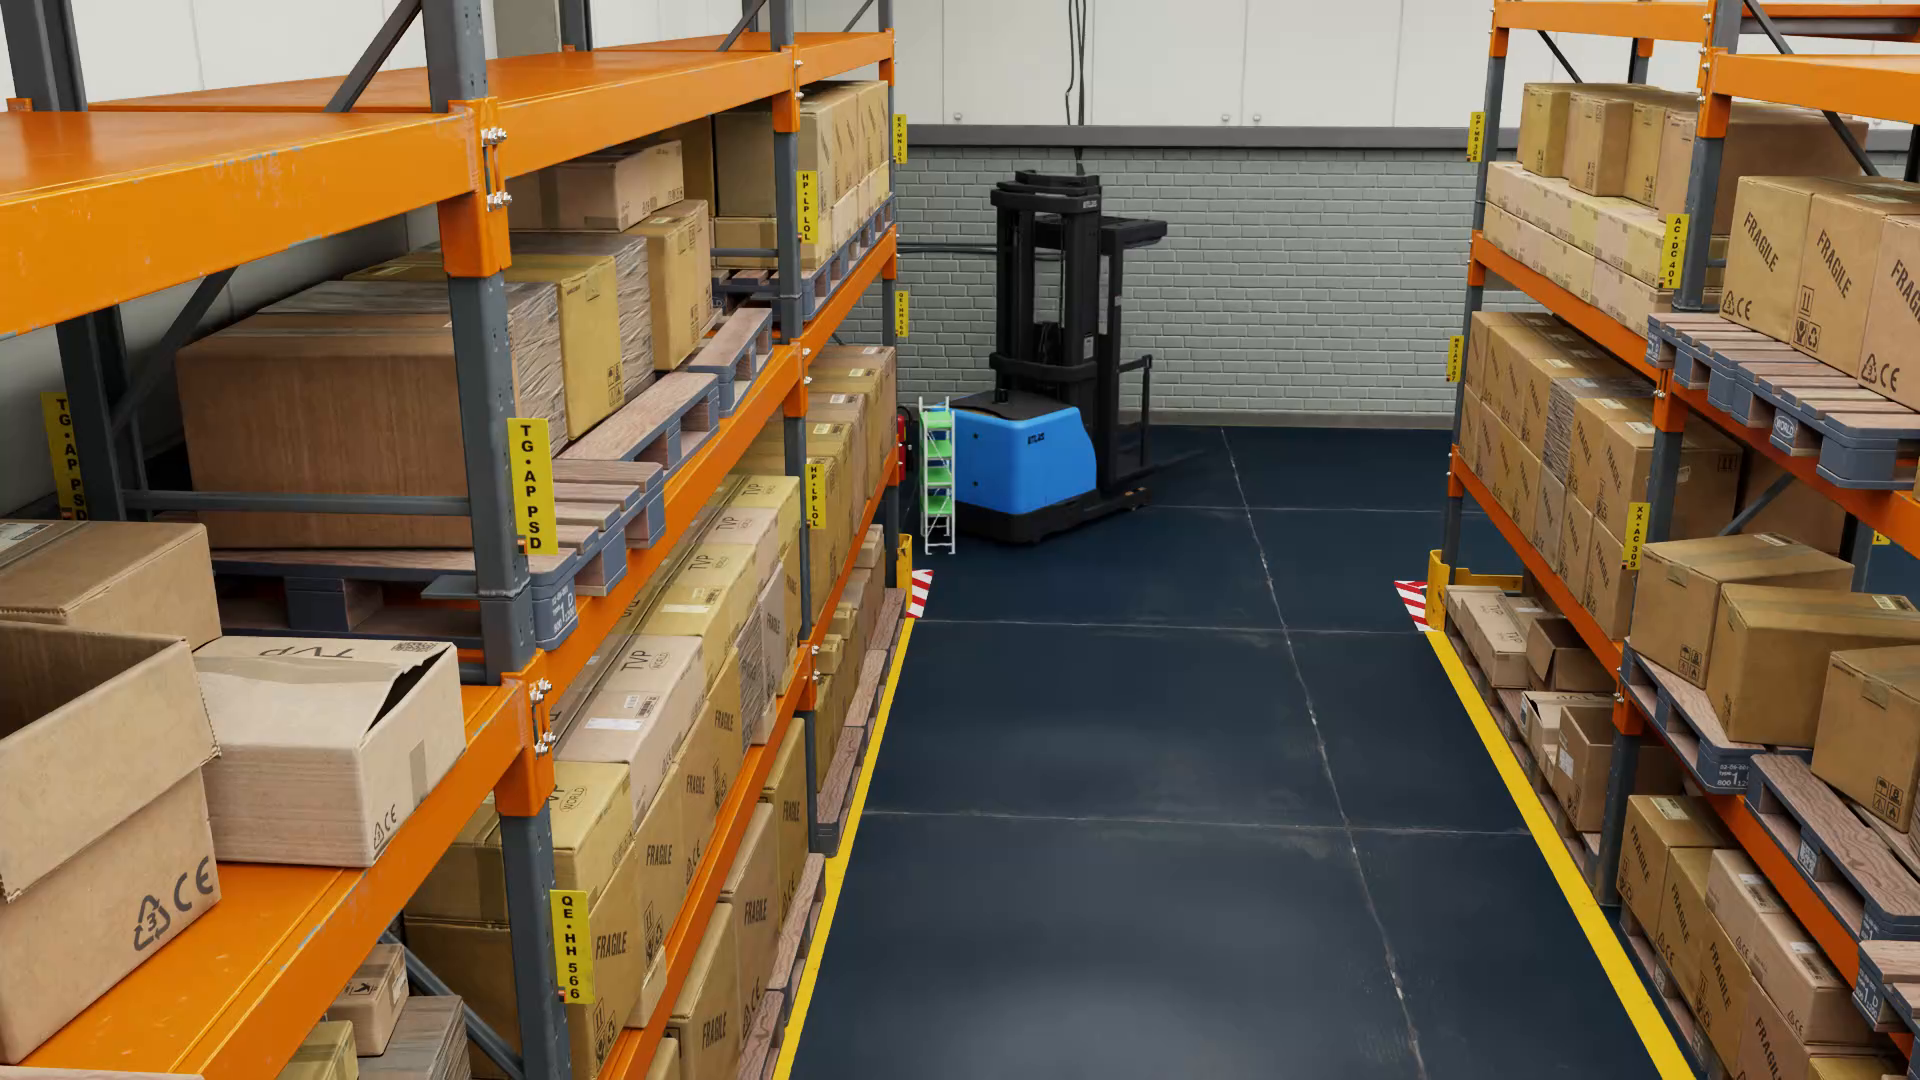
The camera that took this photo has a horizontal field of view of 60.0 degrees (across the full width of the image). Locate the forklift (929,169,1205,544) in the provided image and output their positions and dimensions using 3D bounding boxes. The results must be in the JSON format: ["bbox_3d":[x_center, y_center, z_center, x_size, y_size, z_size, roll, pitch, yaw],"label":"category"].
[{"bbox_3d":[1.083,-1.747,14.549,1.130,2.935,3.031,15,24,39],"label":"forklift"}]

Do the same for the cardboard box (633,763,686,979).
[{"bbox_3d":[-1.190,1.032,5.287,0.500,0.500,0.500,2,18,6],"label":"cardboard box"}]

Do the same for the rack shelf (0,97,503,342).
[{"bbox_3d":[-1.670,-0.160,1.758,1.077,0.370,4.000,1,18,4],"label":"rack shelf"}]

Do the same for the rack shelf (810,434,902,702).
[{"bbox_3d":[-1.097,0.016,10.213,1.077,0.370,4.000,1,18,4],"label":"rack shelf"}]

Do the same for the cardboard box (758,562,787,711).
[{"bbox_3d":[-1.049,0.404,7.201,0.500,0.500,0.500,1,18,4],"label":"cardboard box"}]

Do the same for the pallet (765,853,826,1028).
[{"bbox_3d":[-1.220,1.862,7.903,1.003,0.211,1.213,1,18,4],"label":"pallet"}]

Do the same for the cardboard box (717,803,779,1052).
[{"bbox_3d":[-1.218,1.598,7.007,0.750,0.750,0.750,2,18,6],"label":"cardboard box"}]

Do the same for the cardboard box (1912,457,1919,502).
[{"bbox_3d":[3.486,-0.282,4.989,0.910,0.500,0.500,1,18,4],"label":"cardboard box"}]

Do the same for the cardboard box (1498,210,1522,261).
[{"bbox_3d":[3.648,-1.883,10.276,0.500,0.250,0.500,1,18,4],"label":"cardboard box"}]

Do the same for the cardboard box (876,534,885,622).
[{"bbox_3d":[-0.904,0.261,11.650,0.700,0.500,0.500,1,18,4],"label":"cardboard box"}]

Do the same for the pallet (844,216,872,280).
[{"bbox_3d":[-1.081,-1.720,9.680,1.003,0.211,1.213,1,18,4],"label":"pallet"}]

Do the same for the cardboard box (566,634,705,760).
[{"bbox_3d":[-1.168,0.525,5.628,0.500,0.250,0.500,1,18,4],"label":"cardboard box"}]

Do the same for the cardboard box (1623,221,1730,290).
[{"bbox_3d":[3.465,-1.344,7.829,0.500,0.250,0.500,1,18,4],"label":"cardboard box"}]

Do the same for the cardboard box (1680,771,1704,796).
[{"bbox_3d":[3.947,1.348,8.604,0.500,0.311,0.500,1,18,4],"label":"cardboard box"}]

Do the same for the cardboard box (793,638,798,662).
[{"bbox_3d":[-0.982,0.516,7.901,0.380,0.149,0.250,1,18,4],"label":"cardboard box"}]

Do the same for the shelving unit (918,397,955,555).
[{"bbox_3d":[-0.190,-0.527,13.606,0.258,1.200,0.503,-2,18,-6],"label":"shelving unit"}]

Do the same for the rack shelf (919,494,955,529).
[{"bbox_3d":[-0.190,-0.239,13.700,0.258,0.148,0.480,-2,18,-6],"label":"rack shelf"}]

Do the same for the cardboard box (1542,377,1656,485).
[{"bbox_3d":[3.549,-0.597,9.160,0.500,0.500,0.500,1,18,4],"label":"cardboard box"}]

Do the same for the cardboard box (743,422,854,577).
[{"bbox_3d":[-1.127,-0.242,9.363,0.980,0.700,0.700,1,18,3],"label":"cardboard box"}]

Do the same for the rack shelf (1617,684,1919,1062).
[{"bbox_3d":[3.557,1.368,6.087,1.077,0.370,4.000,1,18,4],"label":"rack shelf"}]

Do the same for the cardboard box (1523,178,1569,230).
[{"bbox_3d":[3.619,-1.965,9.724,0.500,0.250,0.500,1,18,4],"label":"cardboard box"}]

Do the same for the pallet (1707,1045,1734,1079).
[{"bbox_3d":[3.595,2.363,6.372,1.003,0.211,1.213,1,18,4],"label":"pallet"}]

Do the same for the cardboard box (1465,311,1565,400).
[{"bbox_3d":[3.693,-1.228,11.088,0.500,0.500,0.500,2,18,6],"label":"cardboard box"}]

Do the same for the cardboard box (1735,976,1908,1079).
[{"bbox_3d":[3.316,2.006,6.291,0.500,0.500,0.500,1,18,2],"label":"cardboard box"}]

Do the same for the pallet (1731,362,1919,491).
[{"bbox_3d":[3.513,-0.408,5.837,1.213,0.211,1.003,1,18,4],"label":"pallet"}]

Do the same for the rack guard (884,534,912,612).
[{"bbox_3d":[-0.952,0.233,12.408,1.175,0.500,0.348,1,18,4],"label":"rack guard"}]

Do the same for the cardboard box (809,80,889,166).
[{"bbox_3d":[-0.734,-2.671,10.642,0.500,0.500,0.500,1,18,4],"label":"cardboard box"}]

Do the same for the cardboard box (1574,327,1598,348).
[{"bbox_3d":[4.195,-1.059,10.572,0.500,0.500,0.500,2,18,5],"label":"cardboard box"}]

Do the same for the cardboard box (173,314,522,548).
[{"bbox_3d":[-1.550,-0.294,4.317,0.700,0.500,0.500,0,18,0],"label":"cardboard box"}]

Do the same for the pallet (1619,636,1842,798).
[{"bbox_3d":[3.535,0.742,7.151,1.003,0.211,1.213,1,18,4],"label":"pallet"}]

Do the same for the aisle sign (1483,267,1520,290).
[{"bbox_3d":[3.700,-2.101,11.342,0.394,0.787,0.004,1,18,4],"label":"aisle sign"}]

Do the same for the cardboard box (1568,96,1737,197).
[{"bbox_3d":[3.789,-2.162,9.119,0.700,0.500,0.500,1,18,4],"label":"cardboard box"}]

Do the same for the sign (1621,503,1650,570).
[{"bbox_3d":[3.159,-0.016,7.766,0.100,0.325,0.005,1,18,4],"label":"sign"}]

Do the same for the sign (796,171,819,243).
[{"bbox_3d":[-0.698,-1.516,7.581,0.100,0.325,0.005,1,18,4],"label":"sign"}]

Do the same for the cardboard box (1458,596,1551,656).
[{"bbox_3d":[3.630,0.578,11.052,0.500,0.250,0.500,1,18,4],"label":"cardboard box"}]

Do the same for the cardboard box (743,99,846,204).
[{"bbox_3d":[-0.879,-2.037,8.708,0.500,0.500,0.500,1,18,3],"label":"cardboard box"}]

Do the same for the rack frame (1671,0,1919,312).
[{"bbox_3d":[3.701,-2.446,6.937,1.000,3.000,0.127,1,18,4],"label":"rack frame"}]

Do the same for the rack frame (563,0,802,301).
[{"bbox_3d":[-1.240,-2.556,7.271,1.000,3.000,0.127,1,18,4],"label":"rack frame"}]

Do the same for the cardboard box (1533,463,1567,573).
[{"bbox_3d":[3.551,-0.124,9.322,0.500,0.500,0.500,2,18,5],"label":"cardboard box"}]

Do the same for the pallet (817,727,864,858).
[{"bbox_3d":[-1.108,1.386,9.354,1.003,0.211,1.213,1,18,4],"label":"pallet"}]

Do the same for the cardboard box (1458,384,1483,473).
[{"bbox_3d":[3.693,-0.753,11.244,0.500,0.500,0.500,2,18,5],"label":"cardboard box"}]

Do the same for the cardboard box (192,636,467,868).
[{"bbox_3d":[-1.309,0.375,3.256,0.500,0.311,0.500,1,18,4],"label":"cardboard box"}]

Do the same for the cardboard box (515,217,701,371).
[{"bbox_3d":[-1.388,-0.942,6.295,0.700,0.500,0.500,1,18,3],"label":"cardboard box"}]

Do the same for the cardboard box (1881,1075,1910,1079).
[{"bbox_3d":[3.247,1.956,5.240,0.500,0.250,0.500,2,18,6],"label":"cardboard box"}]

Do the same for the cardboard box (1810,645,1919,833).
[{"bbox_3d":[3.636,0.708,6.111,0.700,0.500,0.500,-3,18,-10],"label":"cardboard box"}]

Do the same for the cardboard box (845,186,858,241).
[{"bbox_3d":[-0.848,-1.832,9.286,0.500,0.250,0.500,1,18,2],"label":"cardboard box"}]

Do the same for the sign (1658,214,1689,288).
[{"bbox_3d":[3.159,-1.276,7.353,0.100,0.325,0.005,1,18,4],"label":"sign"}]

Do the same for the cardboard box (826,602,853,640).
[{"bbox_3d":[-0.841,0.481,9.936,0.380,0.149,0.250,1,18,2],"label":"cardboard box"}]

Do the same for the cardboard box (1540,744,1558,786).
[{"bbox_3d":[3.426,1.249,9.165,0.380,0.149,0.250,1,18,4],"label":"cardboard box"}]

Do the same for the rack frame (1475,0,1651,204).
[{"bbox_3d":[3.988,-3.689,10.728,1.000,3.000,0.127,1,18,4],"label":"rack frame"}]

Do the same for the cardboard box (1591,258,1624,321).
[{"bbox_3d":[3.517,-1.262,8.379,0.500,0.250,0.500,1,18,4],"label":"cardboard box"}]

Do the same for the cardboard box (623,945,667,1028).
[{"bbox_3d":[-1.142,1.392,5.230,0.380,0.149,0.250,2,18,6],"label":"cardboard box"}]

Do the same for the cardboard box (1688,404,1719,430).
[{"bbox_3d":[4.052,-0.418,8.616,0.500,0.500,0.500,1,18,2],"label":"cardboard box"}]

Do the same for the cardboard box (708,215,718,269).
[{"bbox_3d":[-1.425,-1.524,8.345,0.500,0.250,0.500,1,18,4],"label":"cardboard box"}]

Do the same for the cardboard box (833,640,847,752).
[{"bbox_3d":[-1.045,0.898,9.706,0.700,0.500,0.500,1,18,3],"label":"cardboard box"}]
